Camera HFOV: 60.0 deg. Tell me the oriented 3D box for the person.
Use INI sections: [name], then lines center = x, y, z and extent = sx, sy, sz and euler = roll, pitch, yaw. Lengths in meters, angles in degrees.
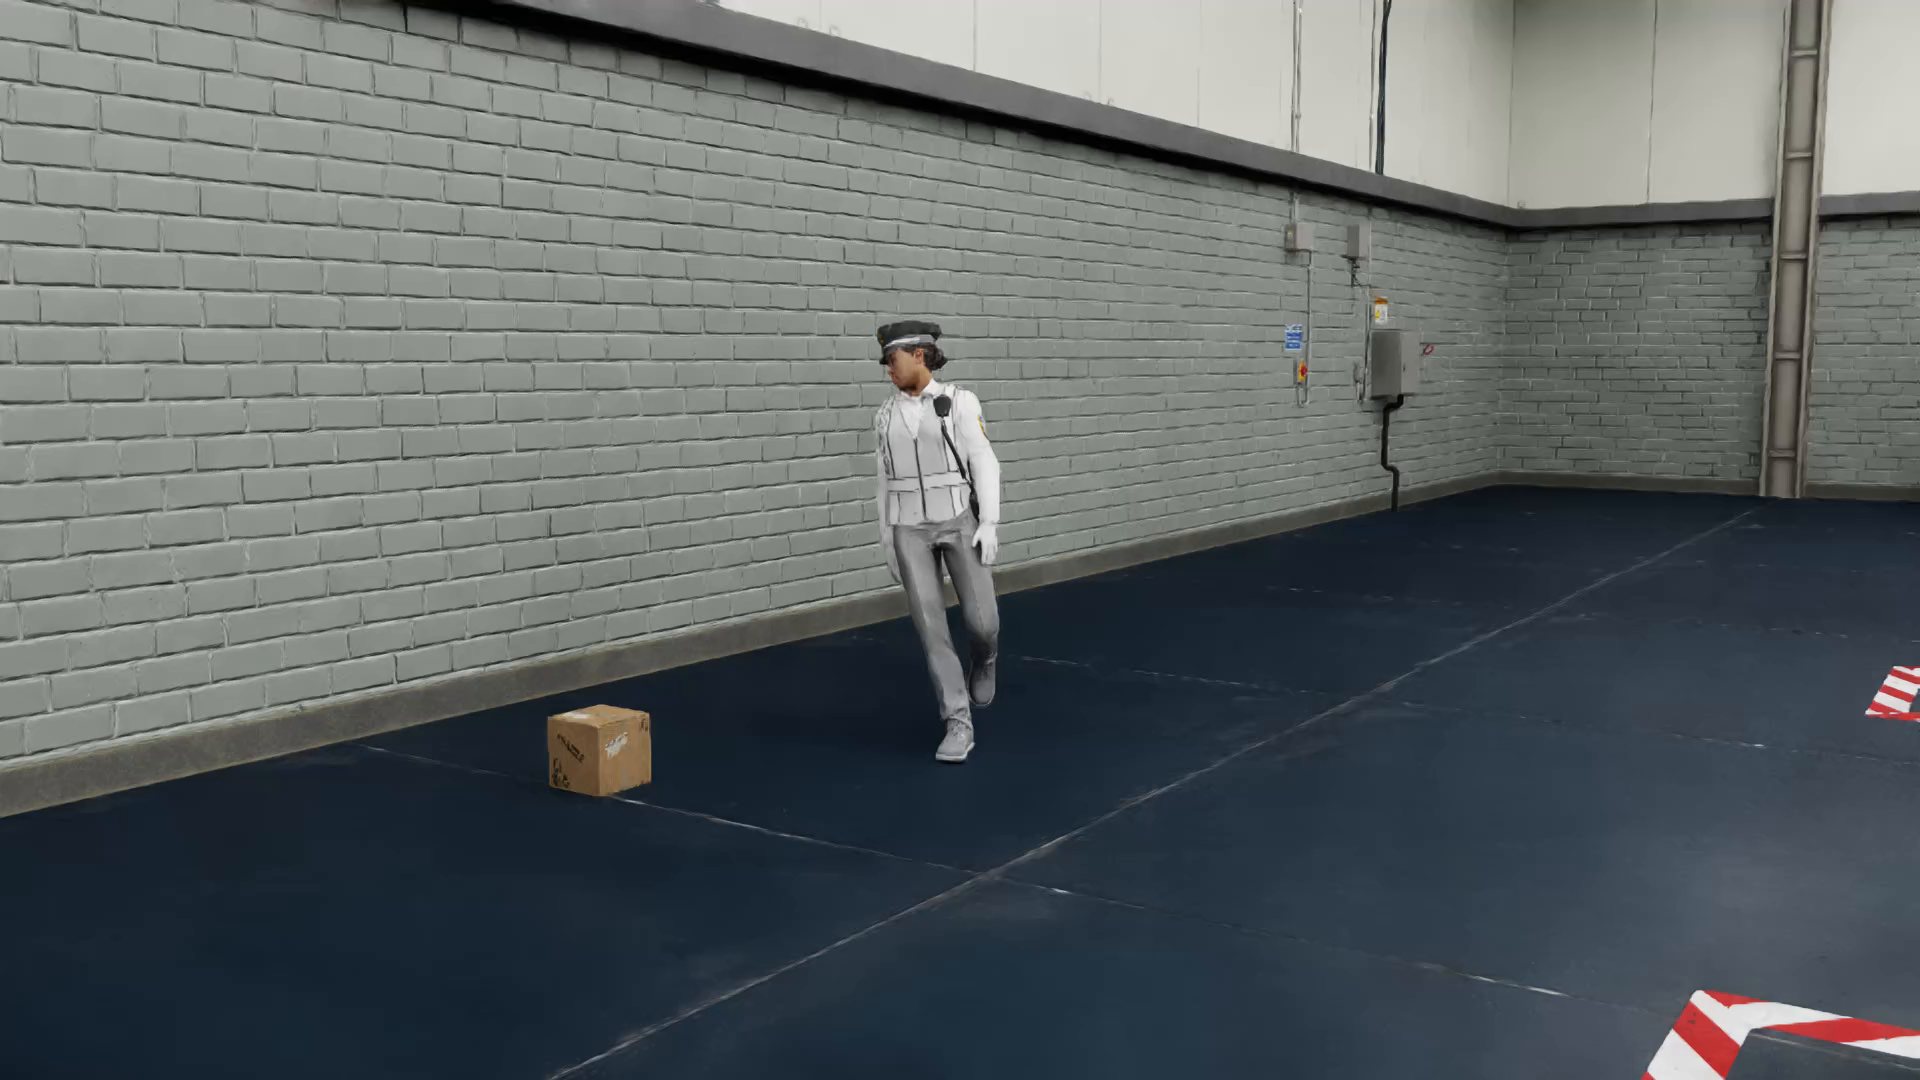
[person]
center = -0.091, -0.027, 6.375
extent = 0.535, 1.625, 0.701
euler = 2, 7, 14
